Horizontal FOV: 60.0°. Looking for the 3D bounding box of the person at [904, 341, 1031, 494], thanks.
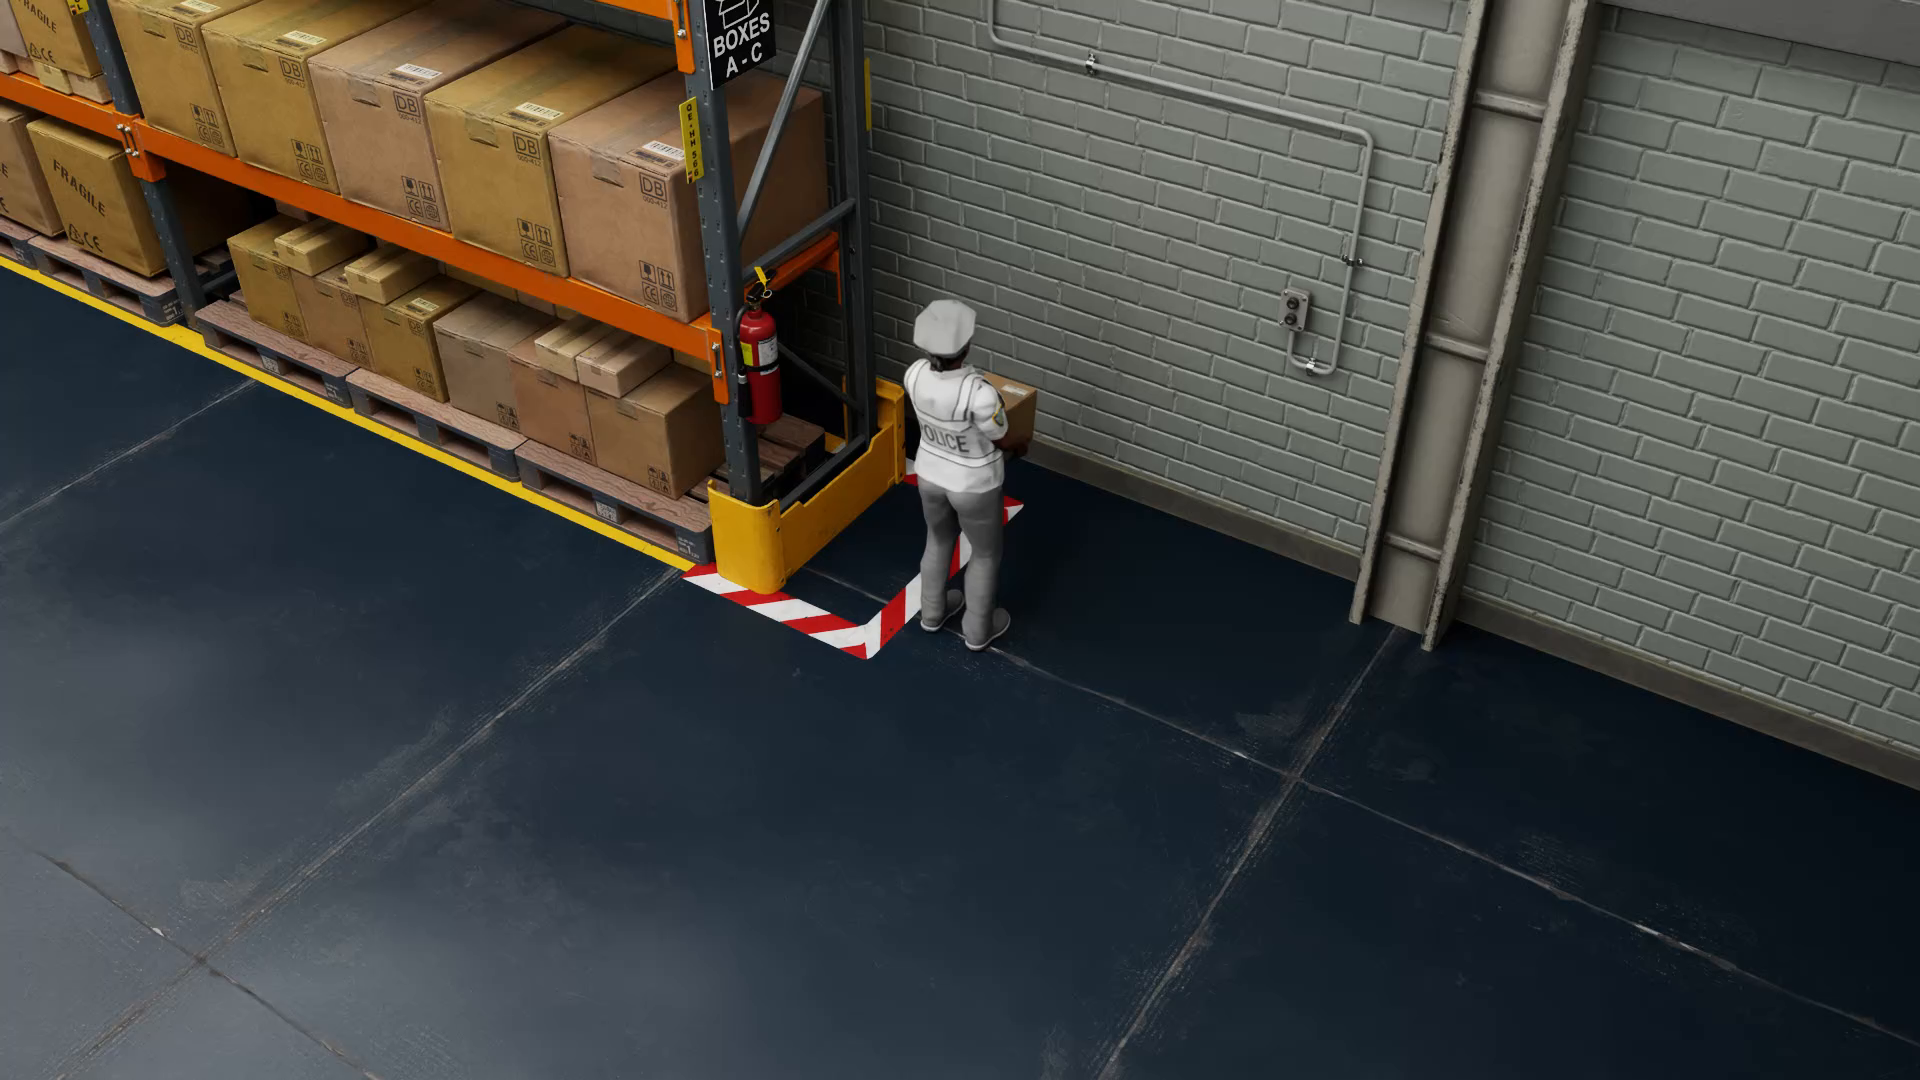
[{"bbox_3d":[0.046,-0.624,6.786,0.450,0.791,0.517,22,44,26],"label":"person"}]
